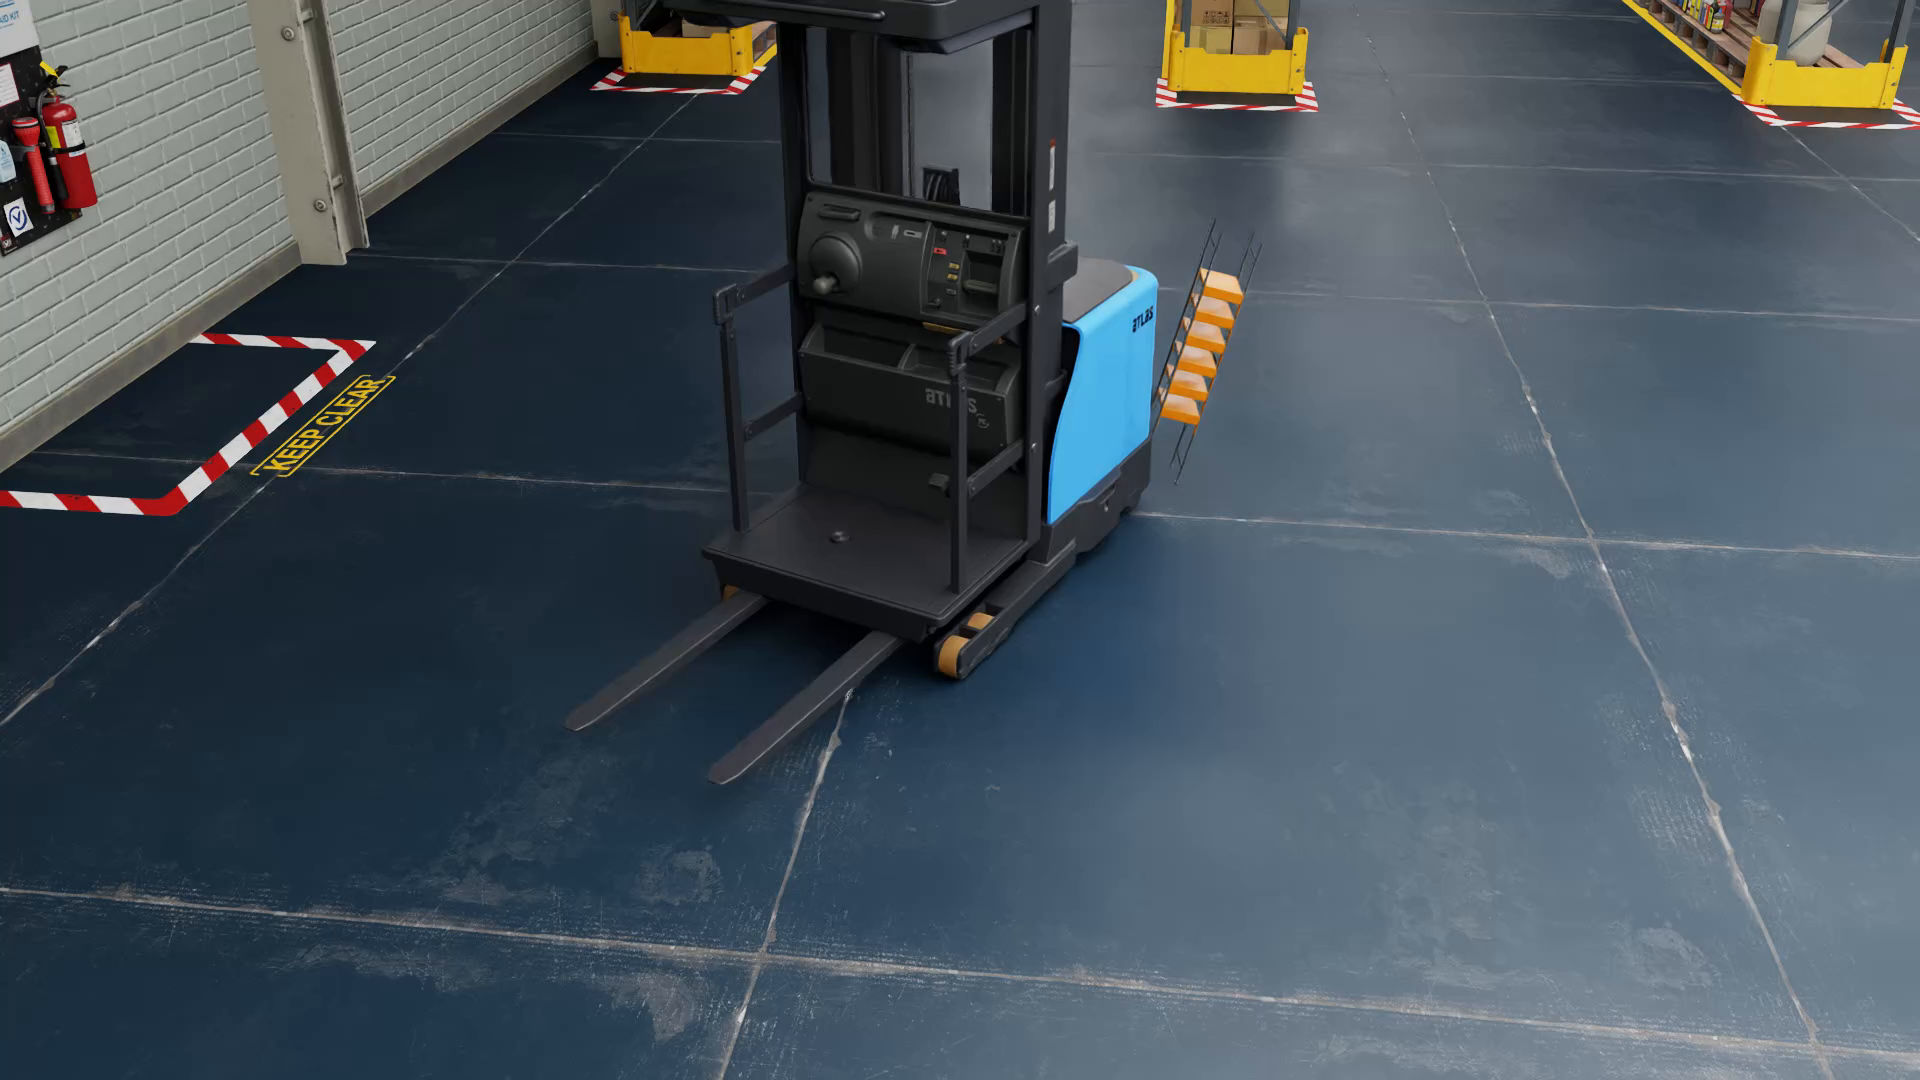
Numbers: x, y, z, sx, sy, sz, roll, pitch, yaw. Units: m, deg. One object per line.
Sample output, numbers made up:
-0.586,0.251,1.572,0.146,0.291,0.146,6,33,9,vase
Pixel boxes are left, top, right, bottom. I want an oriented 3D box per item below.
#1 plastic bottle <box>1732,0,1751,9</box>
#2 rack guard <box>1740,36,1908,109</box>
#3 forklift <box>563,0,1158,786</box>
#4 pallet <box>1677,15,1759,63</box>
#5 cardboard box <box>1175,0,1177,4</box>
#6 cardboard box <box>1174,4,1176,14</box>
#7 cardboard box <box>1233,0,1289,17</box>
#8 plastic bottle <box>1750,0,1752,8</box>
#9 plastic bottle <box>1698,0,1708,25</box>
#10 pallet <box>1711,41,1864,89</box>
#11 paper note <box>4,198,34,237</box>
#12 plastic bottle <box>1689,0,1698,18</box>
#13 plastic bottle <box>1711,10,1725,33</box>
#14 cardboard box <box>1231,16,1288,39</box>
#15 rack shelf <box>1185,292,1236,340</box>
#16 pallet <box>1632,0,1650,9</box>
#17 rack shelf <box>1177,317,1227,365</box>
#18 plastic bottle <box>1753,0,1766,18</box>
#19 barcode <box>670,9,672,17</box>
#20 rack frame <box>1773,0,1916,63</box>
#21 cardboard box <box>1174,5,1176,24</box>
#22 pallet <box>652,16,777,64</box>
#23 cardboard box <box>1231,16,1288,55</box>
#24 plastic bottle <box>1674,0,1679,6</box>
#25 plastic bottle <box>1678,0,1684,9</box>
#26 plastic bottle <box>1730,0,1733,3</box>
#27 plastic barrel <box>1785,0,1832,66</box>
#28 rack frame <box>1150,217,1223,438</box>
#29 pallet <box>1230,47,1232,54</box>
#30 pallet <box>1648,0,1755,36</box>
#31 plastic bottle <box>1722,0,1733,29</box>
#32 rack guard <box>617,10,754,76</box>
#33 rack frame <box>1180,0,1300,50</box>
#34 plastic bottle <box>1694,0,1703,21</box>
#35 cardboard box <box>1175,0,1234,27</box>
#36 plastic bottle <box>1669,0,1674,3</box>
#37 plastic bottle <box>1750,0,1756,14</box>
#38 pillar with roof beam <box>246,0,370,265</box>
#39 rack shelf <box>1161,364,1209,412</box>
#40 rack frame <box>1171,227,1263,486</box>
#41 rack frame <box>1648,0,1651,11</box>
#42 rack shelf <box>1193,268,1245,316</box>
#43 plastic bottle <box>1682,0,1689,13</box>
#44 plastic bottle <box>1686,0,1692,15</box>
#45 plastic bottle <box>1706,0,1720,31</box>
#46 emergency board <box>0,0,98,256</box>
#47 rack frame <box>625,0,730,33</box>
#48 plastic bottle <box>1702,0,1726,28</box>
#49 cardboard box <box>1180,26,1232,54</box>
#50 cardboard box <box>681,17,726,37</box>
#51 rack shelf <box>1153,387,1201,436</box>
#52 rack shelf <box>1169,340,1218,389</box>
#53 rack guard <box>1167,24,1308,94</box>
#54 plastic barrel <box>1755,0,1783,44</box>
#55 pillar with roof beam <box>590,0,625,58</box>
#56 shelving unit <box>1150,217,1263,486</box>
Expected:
7.855,-5.484,16.674,0.152,0.276,0.135,3,28,6,plastic bottle
7.294,-3.958,14.070,1.175,0.500,0.348,3,28,6,rack guard
-0.304,-1.011,6.036,1.130,2.935,3.031,15,32,26,forklift
7.551,-4.786,15.910,1.003,0.211,1.213,3,28,6,pallet
2.295,-5.355,15.694,0.500,0.500,0.500,3,28,6,cardboard box
2.297,-5.025,15.871,0.500,0.250,0.500,3,28,6,cardboard box
2.762,-5.089,15.199,0.500,0.500,0.500,3,28,6,cardboard box
8.005,-5.520,16.663,0.144,0.351,0.185,2,28,4,plastic bottle
7.197,-5.087,15.937,0.152,0.276,0.135,3,28,5,plastic bottle
7.399,-4.213,14.847,1.003,0.211,1.213,3,28,6,pallet
-4.439,-1.523,7.843,0.016,0.148,0.142,3,28,6,paper note
7.236,-5.285,16.227,0.144,0.351,0.185,3,28,6,plastic bottle
7.122,-4.872,15.617,0.097,0.201,0.097,0,28,0,plastic bottle
2.760,-4.759,15.377,0.500,0.250,0.500,3,28,6,cardboard box
1.116,-1.006,7.441,0.180,0.103,0.258,13,28,-6,rack shelf
7.880,-6.047,18.252,1.003,0.211,1.213,3,28,6,pallet
1.086,-0.904,7.497,0.180,0.103,0.258,13,28,-6,rack shelf
7.836,-5.268,16.266,0.061,0.283,0.133,3,28,6,plastic bottle
-2.721,-4.962,15.659,0.001,0.075,0.075,3,28,6,barcode
7.332,-5.020,13.405,1.000,3.000,0.127,3,28,6,rack frame
2.238,-4.790,15.434,0.500,0.250,0.500,3,28,6,cardboard box
-2.357,-4.784,15.908,1.003,0.211,1.213,3,28,6,pallet
2.703,-4.523,14.940,0.500,0.250,0.500,3,28,6,cardboard box
7.311,-5.574,16.764,0.144,0.351,0.185,4,29,8,plastic bottle
7.288,-5.486,16.599,0.144,0.351,0.185,2,28,4,plastic bottle
7.886,-5.619,16.846,0.144,0.351,0.185,3,28,6,plastic bottle
7.337,-4.424,14.479,0.421,0.512,0.421,0,28,0,plastic barrel
0.978,-0.861,7.522,0.006,1.200,0.240,13,28,-6,rack frame
2.468,-4.444,15.277,1.003,0.211,1.213,3,28,6,pallet
7.698,-5.361,16.979,1.003,0.211,1.213,3,28,6,pallet
7.285,-5.019,15.803,0.061,0.283,0.133,3,28,6,plastic bottle
-2.491,-4.531,15.133,1.175,0.500,0.348,3,28,6,rack guard
2.416,-5.310,13.943,1.000,3.000,0.127,3,28,6,rack frame
7.213,-5.198,16.065,0.144,0.351,0.185,5,29,8,plastic bottle
2.187,-4.884,14.818,0.500,0.500,0.500,3,28,6,cardboard box
7.335,-5.619,16.925,0.152,0.276,0.135,4,29,8,plastic bottle
7.861,-5.332,16.385,0.061,0.283,0.133,3,28,6,plastic bottle
0.264,-5.542,8.049,9.100,9.000,0.400,3,28,6,pillar with roof beam
1.026,-0.700,7.608,0.180,0.103,0.258,13,28,-6,rack shelf
1.156,-0.819,7.541,0.006,1.200,0.240,13,28,-6,rack frame
7.822,-6.903,16.900,1.000,3.000,0.127,3,28,6,rack frame
1.146,-1.108,7.386,0.180,0.103,0.258,13,28,-6,rack shelf
7.226,-5.381,16.475,0.061,0.283,0.133,5,29,8,plastic bottle
7.230,-5.288,16.389,0.097,0.201,0.097,0,28,0,plastic bottle
7.118,-4.964,15.701,0.061,0.283,0.133,4,29,7,plastic bottle
-4.349,-1.990,7.781,0.194,1.169,0.643,3,28,6,emergency board
-2.501,-5.596,14.474,1.000,3.000,0.127,3,28,6,rack frame
7.180,-5.022,15.816,0.152,0.276,0.135,4,29,7,plastic bottle
2.189,-4.554,14.996,0.500,0.250,0.500,3,28,6,cardboard box
-2.327,-4.926,15.602,0.500,0.311,0.500,0,28,0,cardboard box
0.996,-0.598,7.663,0.180,0.103,0.258,13,28,-6,rack shelf
1.056,-0.802,7.552,0.180,0.103,0.258,13,28,-6,rack shelf
2.413,-4.198,14.515,1.175,0.500,0.348,3,28,6,rack guard
7.398,-4.660,14.917,0.421,0.512,0.421,0,28,0,plastic barrel
0.999,-8.366,13.292,9.100,9.000,0.400,3,28,6,pillar with roof beam
1.067,-0.840,7.532,0.189,1.200,0.258,13,28,-6,shelving unit
